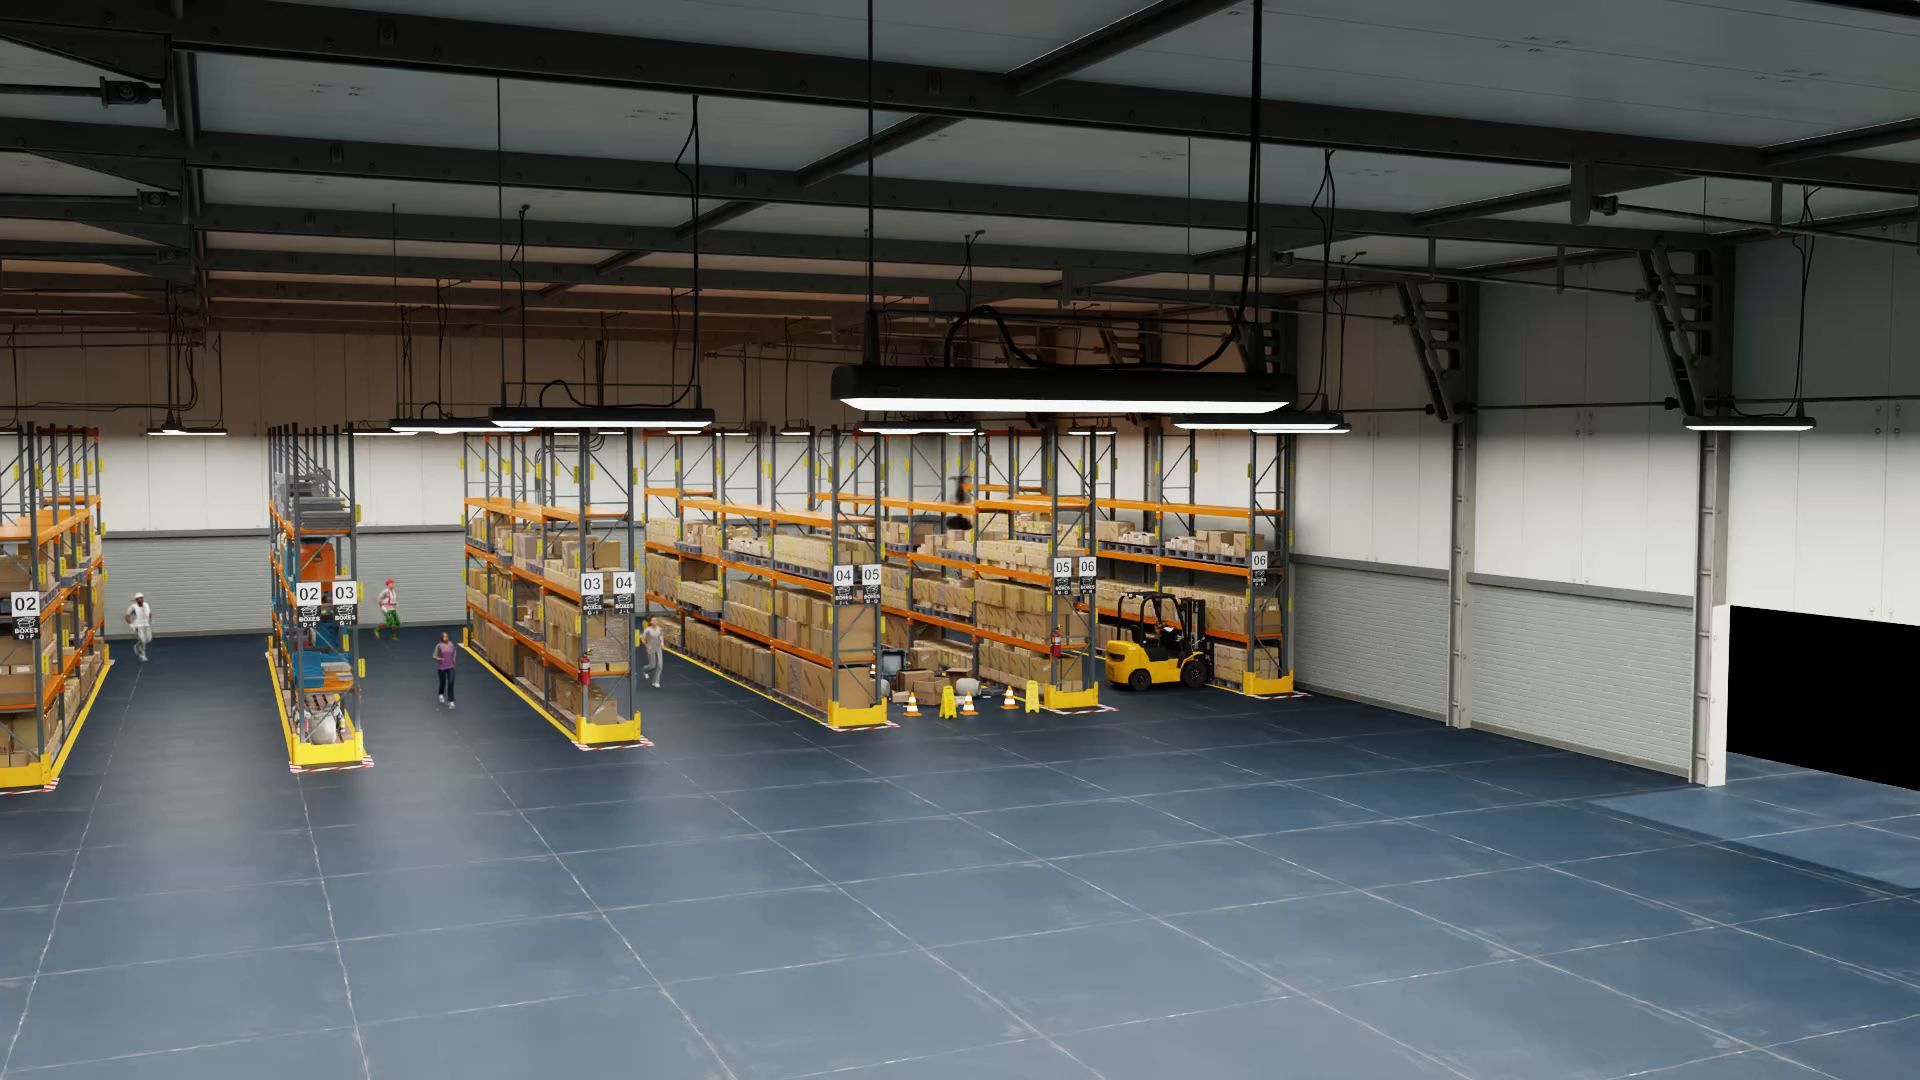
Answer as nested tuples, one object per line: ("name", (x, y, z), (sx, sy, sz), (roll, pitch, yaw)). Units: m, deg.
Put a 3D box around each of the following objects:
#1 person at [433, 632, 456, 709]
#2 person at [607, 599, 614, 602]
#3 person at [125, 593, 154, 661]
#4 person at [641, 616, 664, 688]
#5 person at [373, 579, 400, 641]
("person", (-10.958, 2.750, 35.408), (0.536, 1.609, 0.875), (-2, 4, -30))
("person", (-9.810, 2.008, 46.656), (0.695, 1.742, 0.536), (-1, 4, -10))
("person", (-21.173, 2.240, 42.933), (0.579, 1.749, 0.716), (2, 4, 26))
("person", (-7.102, 2.571, 38.494), (0.576, 1.642, 0.711), (-2, 4, -35))
("person", (-16.216, 2.000, 47.116), (0.603, 1.763, 0.805), (1, 4, 8))
